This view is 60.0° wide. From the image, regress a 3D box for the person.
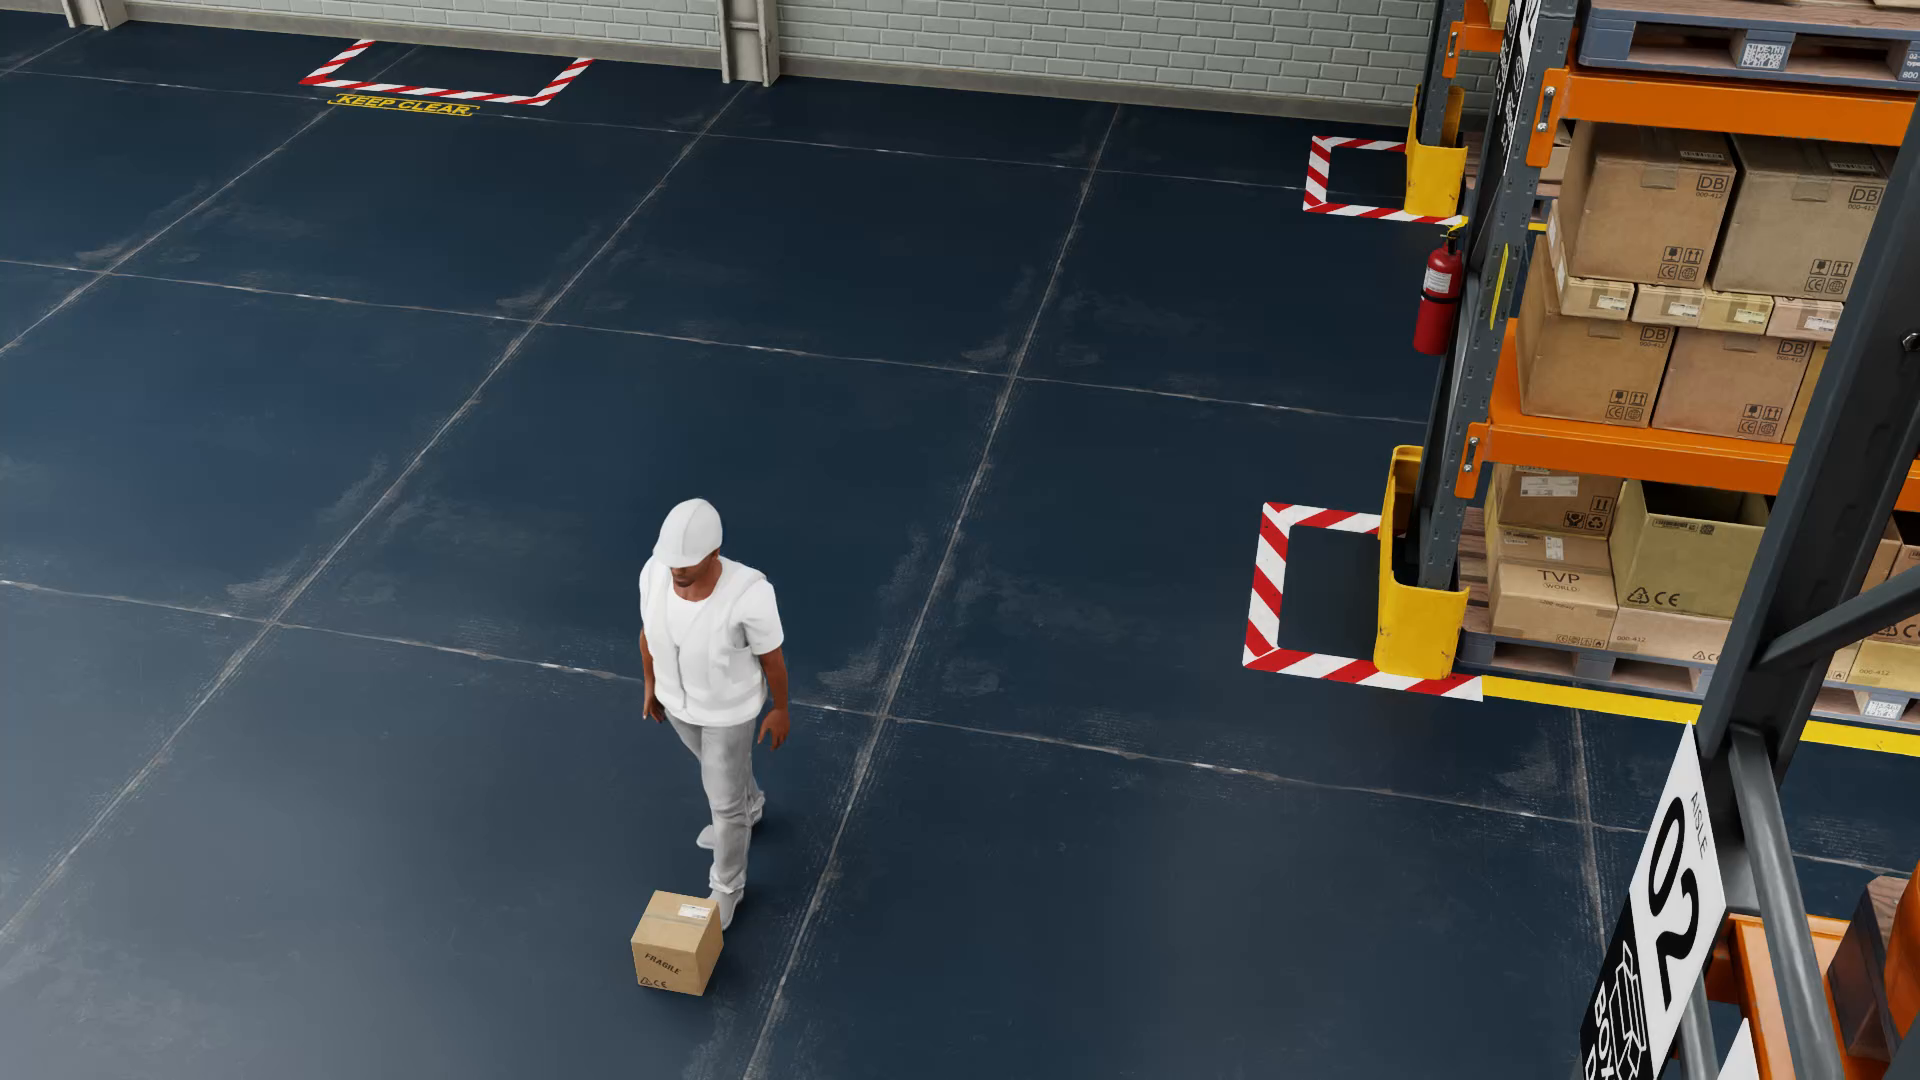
[{"bbox_3d":[-0.947,0.609,6.105,0.579,1.768,0.686,18,40,23],"label":"person"}]
